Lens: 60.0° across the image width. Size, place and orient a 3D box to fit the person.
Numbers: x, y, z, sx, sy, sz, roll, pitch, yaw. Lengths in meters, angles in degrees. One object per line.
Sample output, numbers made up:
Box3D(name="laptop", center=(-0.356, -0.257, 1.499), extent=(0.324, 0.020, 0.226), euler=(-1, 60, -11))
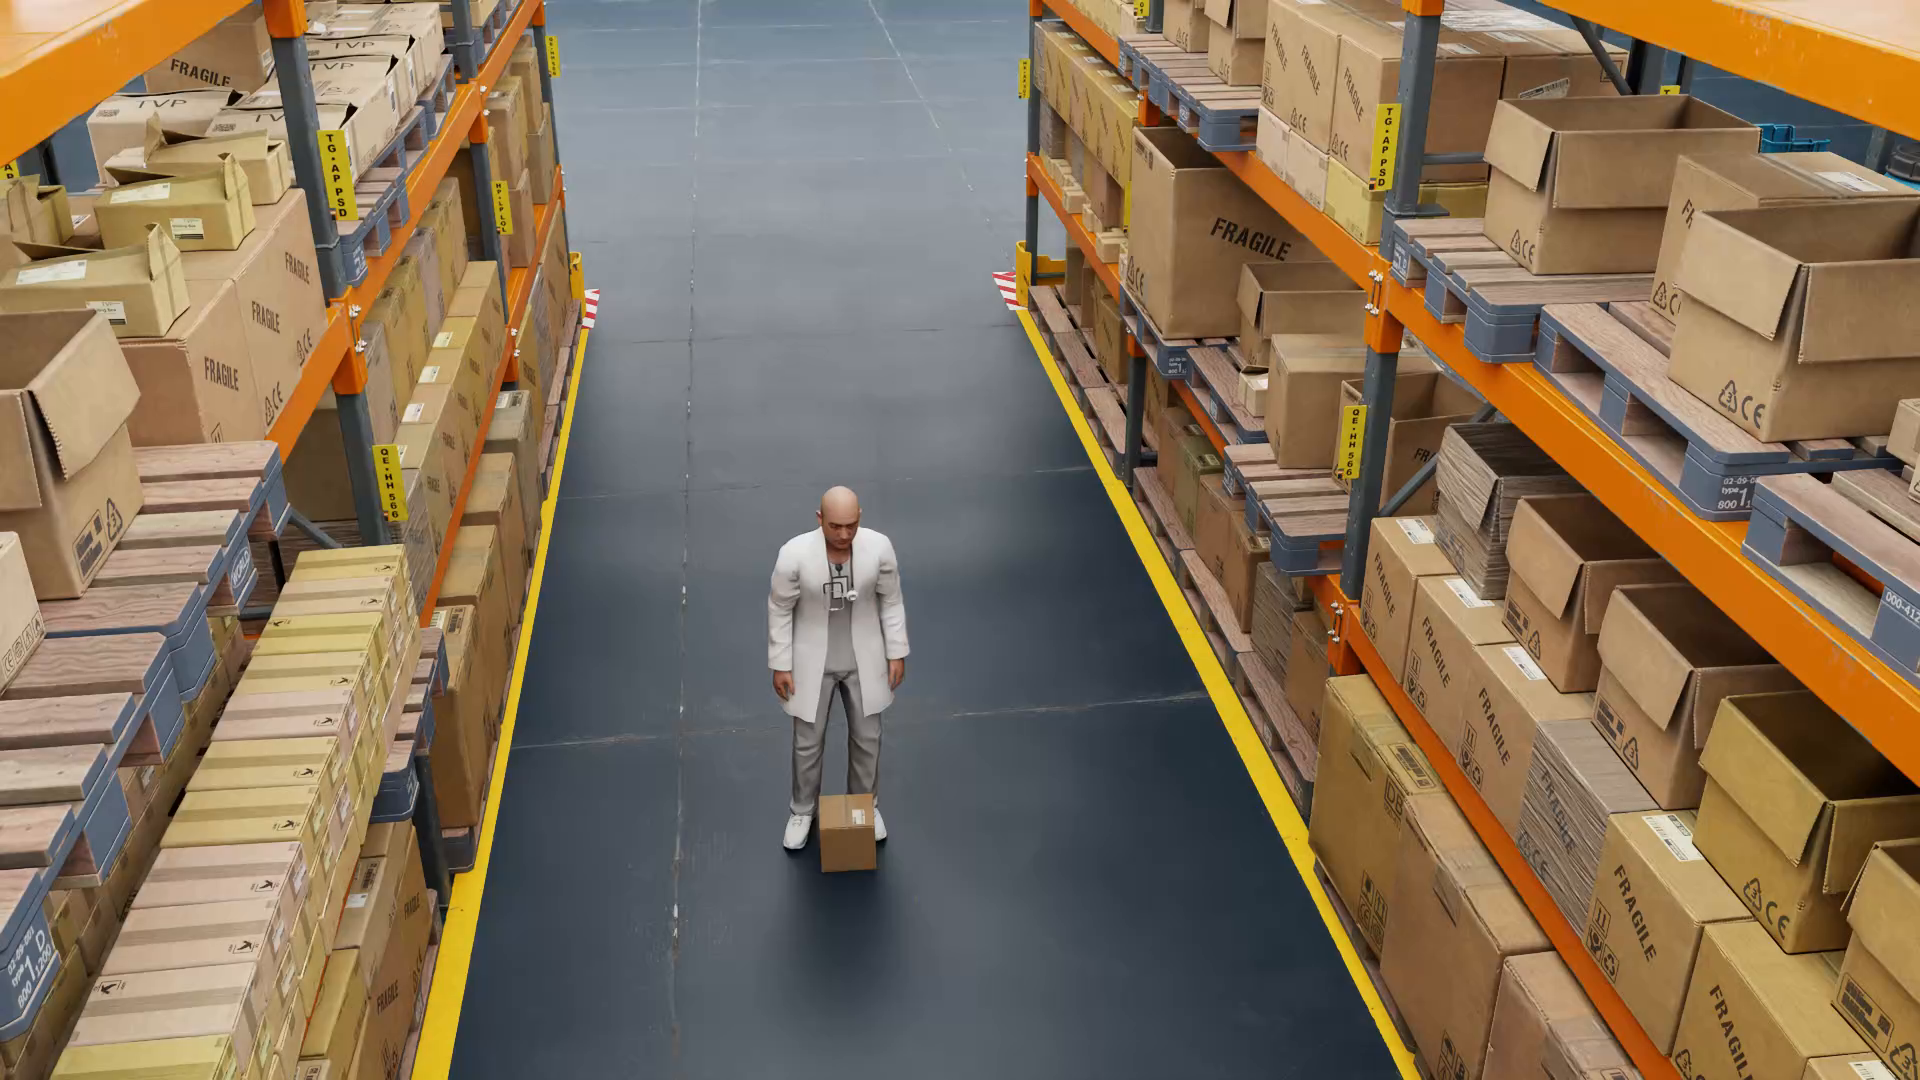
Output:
Box3D(name="person", center=(-0.546, 0.556, 7.533), extent=(0.652, 1.773, 0.427), euler=(-5, 27, -10))
